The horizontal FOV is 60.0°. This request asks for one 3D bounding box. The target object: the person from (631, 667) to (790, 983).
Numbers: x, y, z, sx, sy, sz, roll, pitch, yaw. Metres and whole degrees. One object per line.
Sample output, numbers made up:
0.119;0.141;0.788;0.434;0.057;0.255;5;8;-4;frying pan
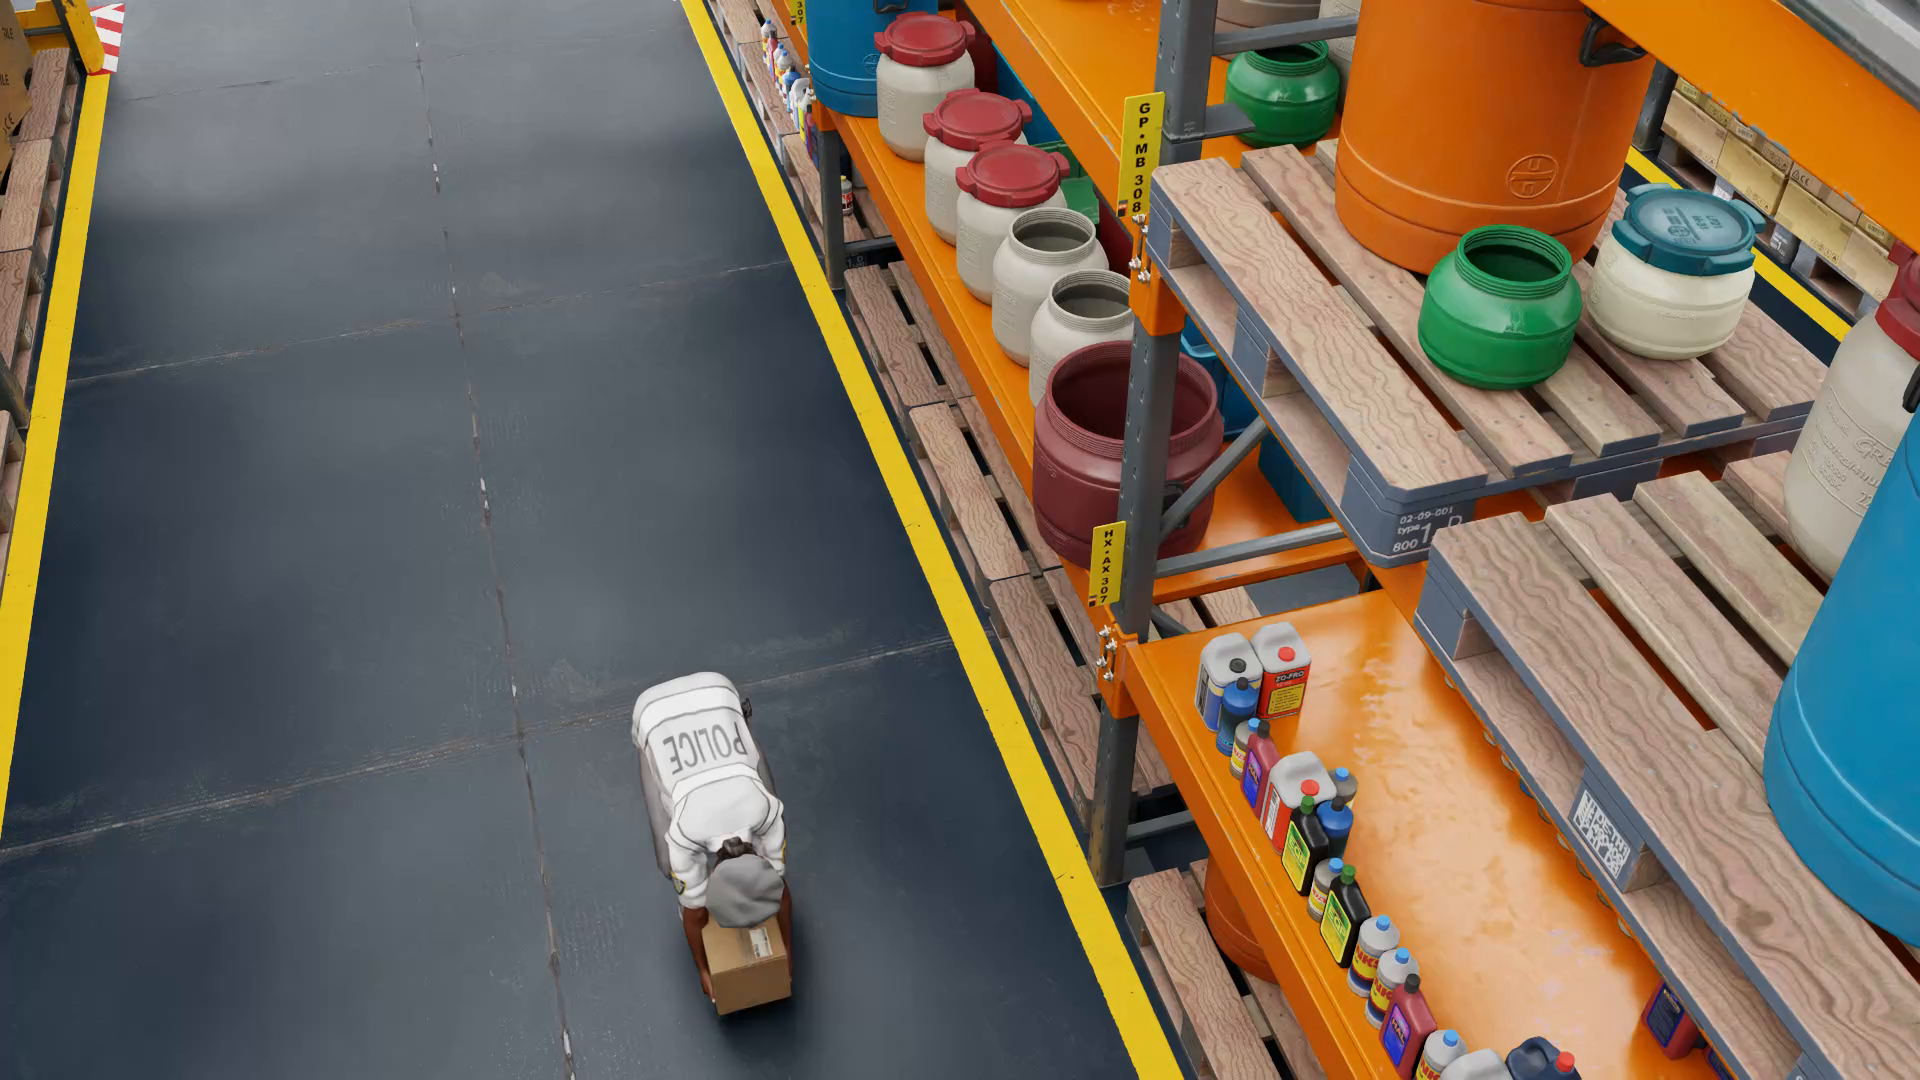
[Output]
-0.791;1.008;5.554;0.440;0.999;0.931;-14;44;-15;person
